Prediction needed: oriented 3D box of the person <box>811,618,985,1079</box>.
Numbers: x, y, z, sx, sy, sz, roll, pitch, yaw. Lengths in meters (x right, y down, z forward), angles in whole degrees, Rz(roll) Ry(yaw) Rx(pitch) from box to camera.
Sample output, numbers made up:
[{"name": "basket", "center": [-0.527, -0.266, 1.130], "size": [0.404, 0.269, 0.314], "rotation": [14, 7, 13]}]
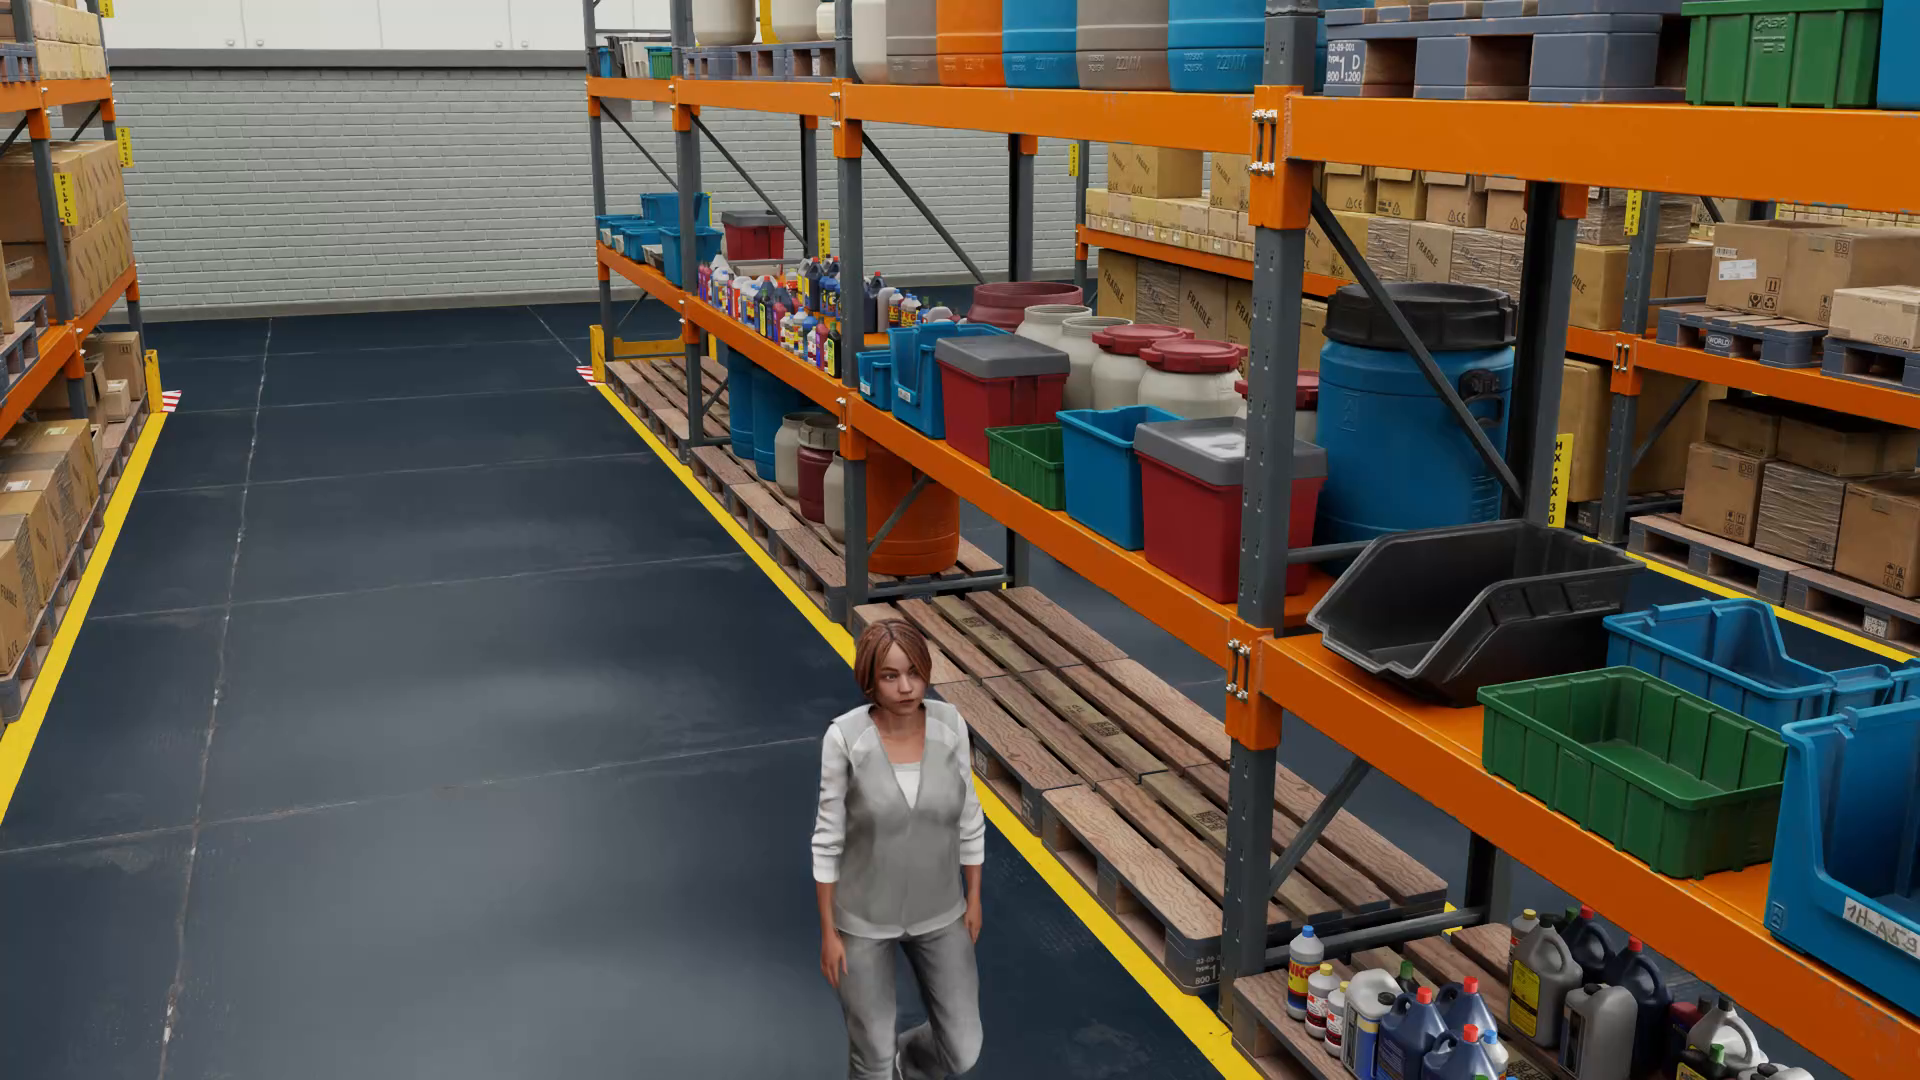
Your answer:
[{"name": "person", "center": [-0.158, 0.936, 4.214], "size": [0.449, 1.592, 0.462], "rotation": [-4, 16, -14]}]
